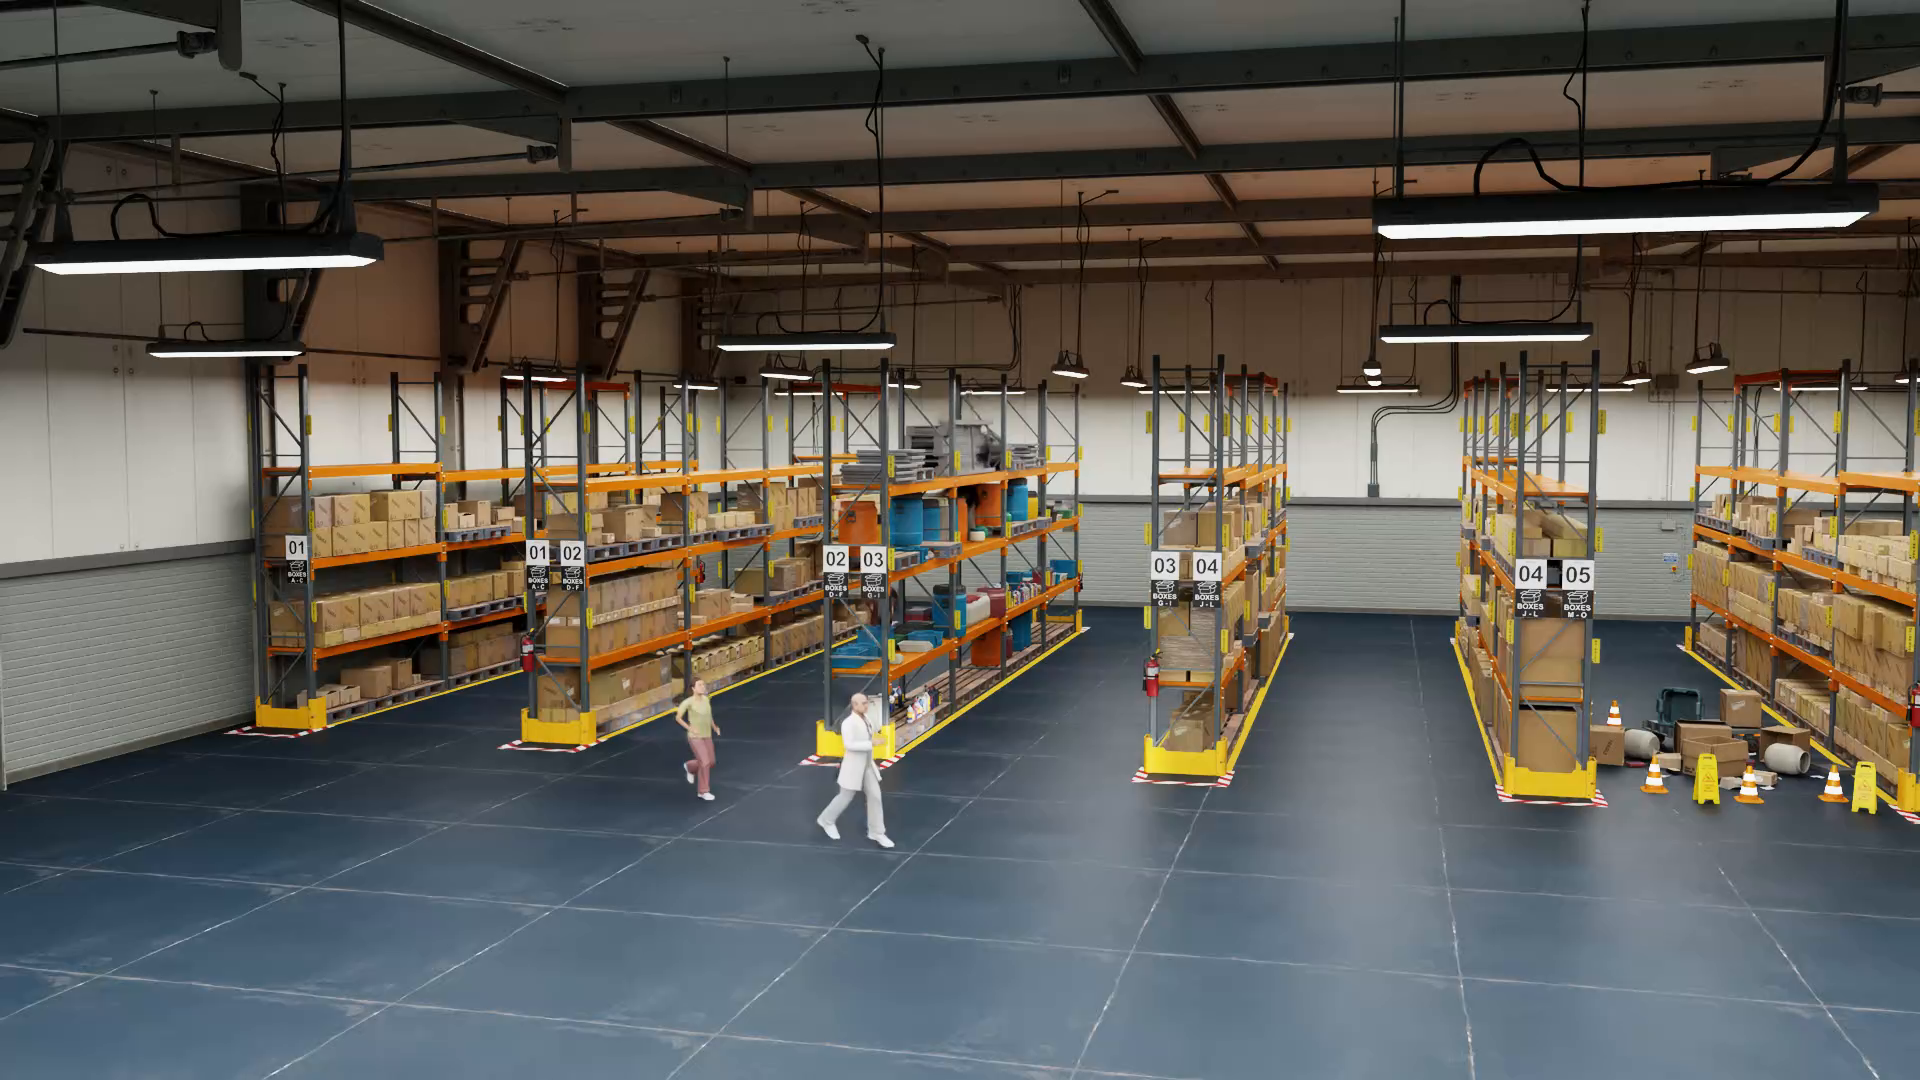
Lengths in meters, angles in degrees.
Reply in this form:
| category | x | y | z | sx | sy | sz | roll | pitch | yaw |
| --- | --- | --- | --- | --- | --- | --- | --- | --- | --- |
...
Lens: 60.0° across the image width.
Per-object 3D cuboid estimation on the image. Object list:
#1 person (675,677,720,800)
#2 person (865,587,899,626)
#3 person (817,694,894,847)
| category | x | y | z | sx | sy | sz | roll | pitch | yaw |
| --- | --- | --- | --- | --- | --- | --- | --- | --- | --- |
| person | -3.553 | 2.654 | 22.391 | 0.648 | 1.637 | 0.581 | 3 | 5 | 41 |
| person | -1.669 | 1.594 | 35.388 | 0.712 | 1.701 | 1.031 | 0 | 4 | 2 |
| person | -1.245 | 2.766 | 19.809 | 1.033 | 1.700 | 0.690 | 2 | 5 | 31 |
